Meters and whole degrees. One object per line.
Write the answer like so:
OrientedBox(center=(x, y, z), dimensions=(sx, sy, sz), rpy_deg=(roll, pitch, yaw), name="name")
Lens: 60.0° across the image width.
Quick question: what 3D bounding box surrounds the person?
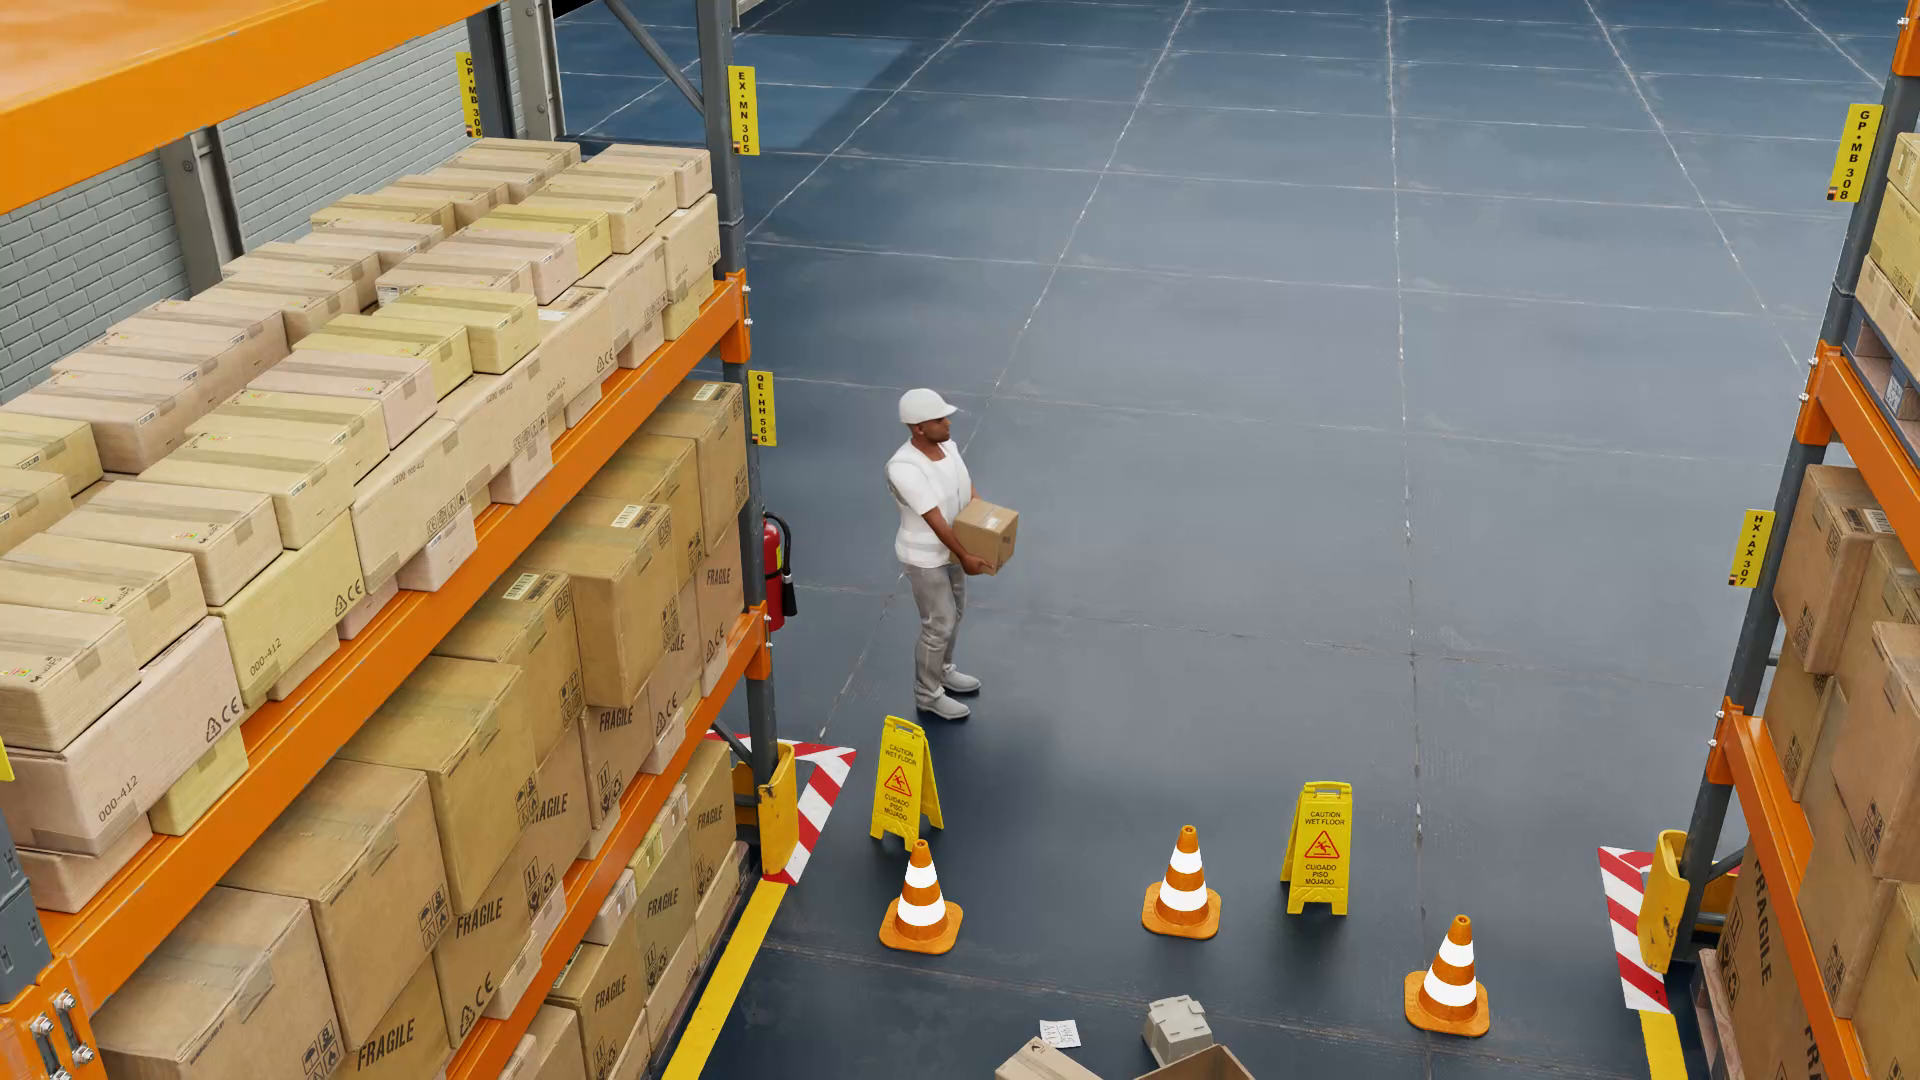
OrientedBox(center=(-0.039, 0.075, 8.465), dimensions=(0.587, 1.760, 0.503), rpy_deg=(12, 31, 21), name="person")
